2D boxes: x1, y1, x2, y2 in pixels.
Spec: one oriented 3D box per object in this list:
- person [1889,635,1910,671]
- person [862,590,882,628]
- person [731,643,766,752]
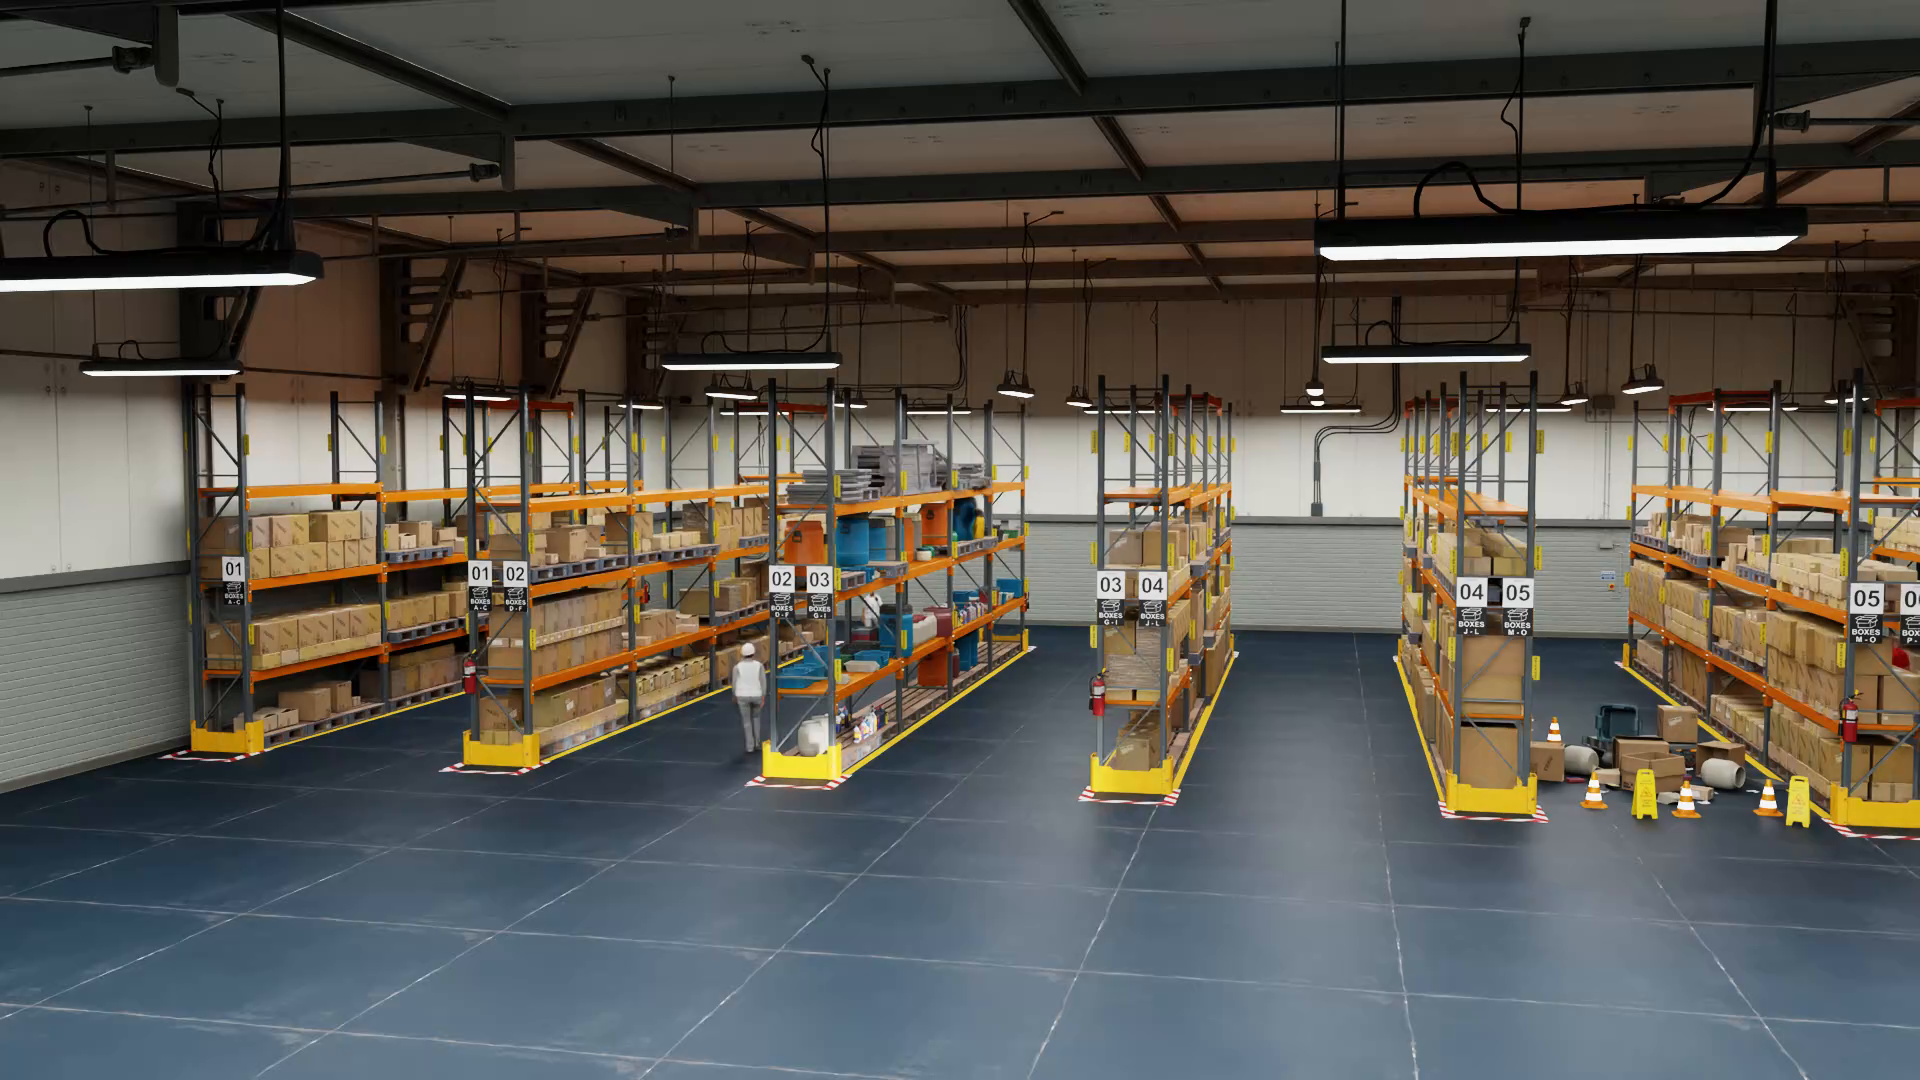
[{"bbox_3d":[15.987,2.511,28.565,0.615,1.766,0.687,0,3,6],"label":"person"},{"bbox_3d":[-2.119,1.895,40.259,0.530,1.600,0.932,0,3,7],"label":"person"},{"bbox_3d":[-3.450,2.592,27.117,0.548,1.841,0.551,-2,4,-25],"label":"person"}]
